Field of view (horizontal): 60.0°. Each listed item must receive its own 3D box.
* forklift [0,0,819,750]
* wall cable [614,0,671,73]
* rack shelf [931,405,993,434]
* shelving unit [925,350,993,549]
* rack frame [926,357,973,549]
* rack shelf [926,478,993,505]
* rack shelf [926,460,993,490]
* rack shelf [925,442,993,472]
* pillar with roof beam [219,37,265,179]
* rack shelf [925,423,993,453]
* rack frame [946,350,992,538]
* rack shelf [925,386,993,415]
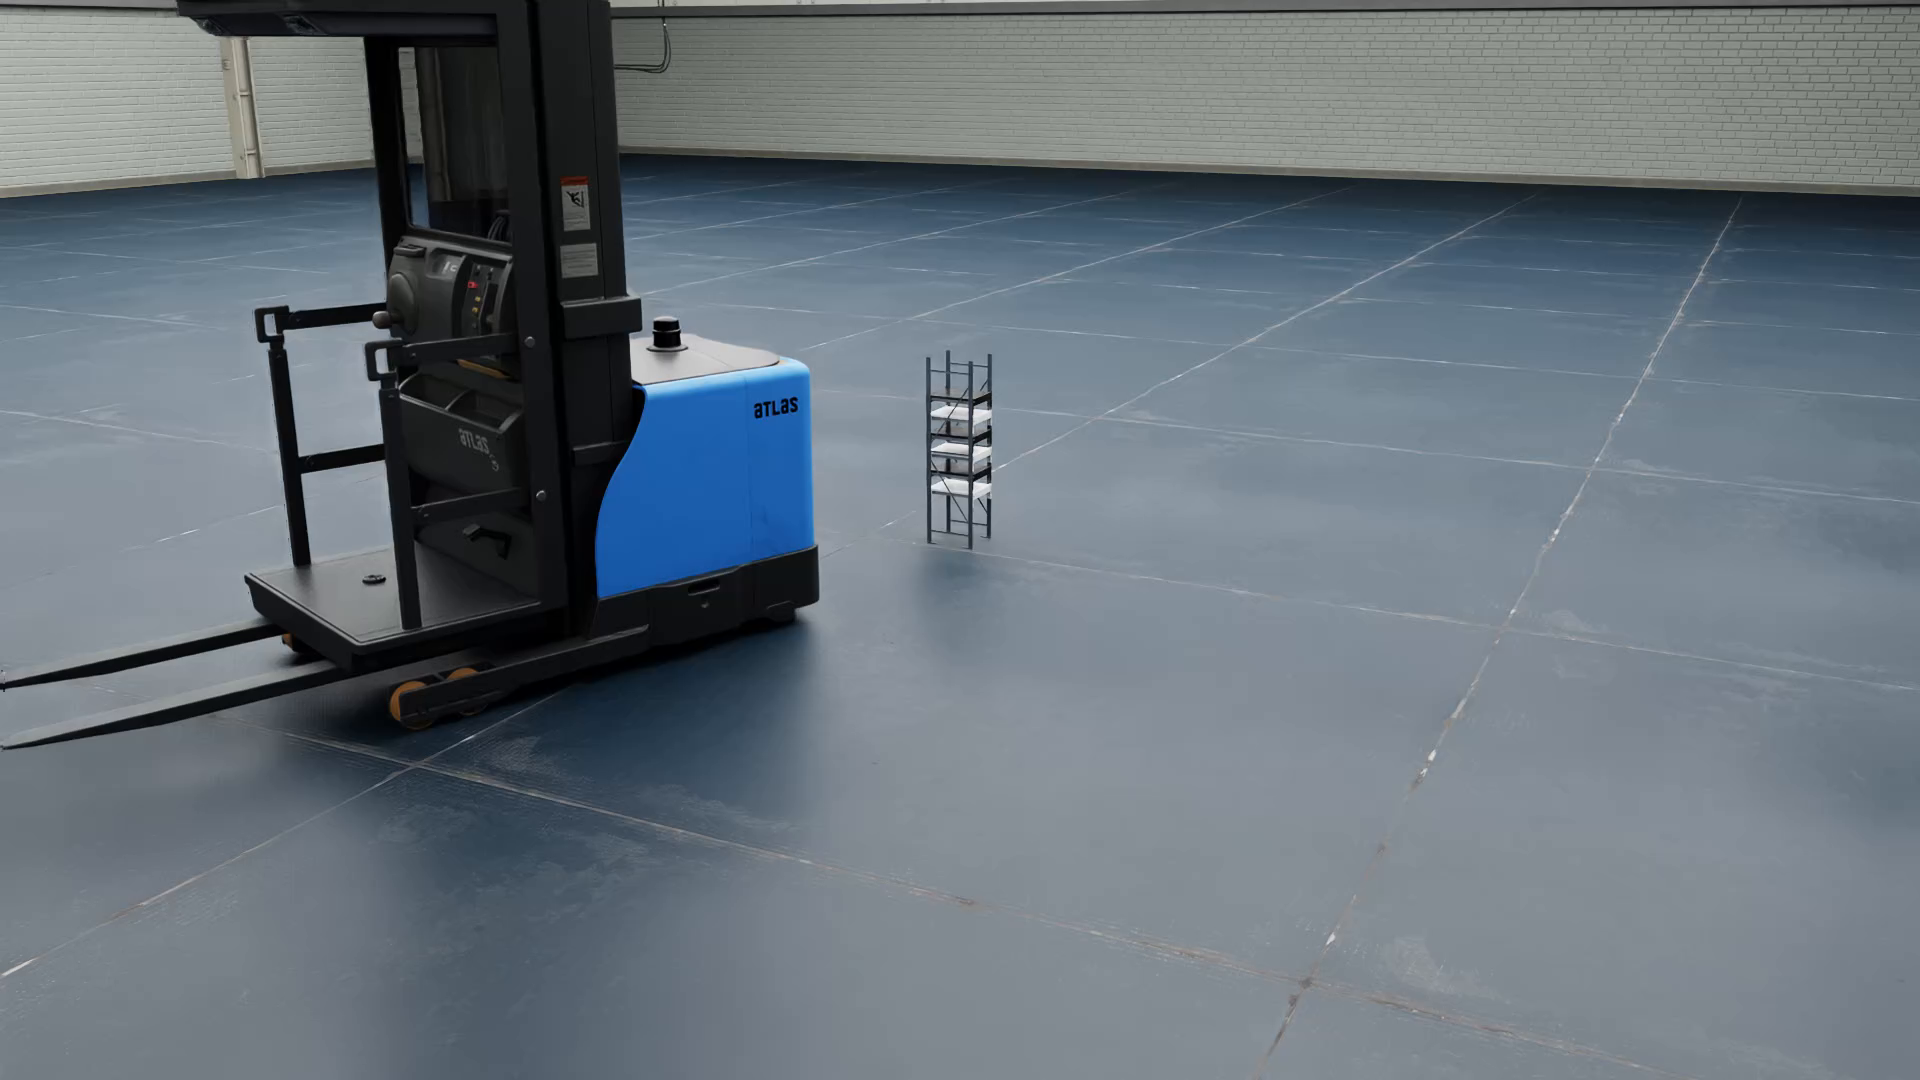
[{"bbox_3d":[-2.022,-0.911,5.944,3.031,2.935,1.130,-14,22,-40],"label":"forklift"},{"bbox_3d":[-7.650,-11.485,36.341,3.097,2.526,0.112,8,18,25],"label":"wall cable"},{"bbox_3d":[-0.004,-0.570,7.848,0.258,0.077,0.200,8,18,25],"label":"rack shelf"},{"bbox_3d":[-0.004,-0.429,7.889,0.258,0.900,0.210,8,18,25],"label":"shelving unit"},{"bbox_3d":[-0.049,-0.403,7.802,0.240,0.900,0.006,8,18,25],"label":"rack frame"},{"bbox_3d":[-0.004,-0.225,7.950,0.258,0.077,0.200,8,18,25],"label":"rack shelf"},{"bbox_3d":[-0.004,-0.311,7.924,0.258,0.077,0.200,8,18,25],"label":"rack shelf"},{"bbox_3d":[-0.004,-0.397,7.899,0.258,0.077,0.200,8,18,25],"label":"rack shelf"},{"bbox_3d":[-8.979,-10.315,26.950,9.100,9.000,0.400,8,18,25],"label":"pillar with roof beam"},{"bbox_3d":[-0.004,-0.484,7.873,0.258,0.077,0.200,8,18,25],"label":"rack shelf"},{"bbox_3d":[0.042,-0.455,7.976,0.240,0.900,0.006,8,18,25],"label":"rack frame"},{"bbox_3d":[-0.004,-0.656,7.822,0.258,0.077,0.200,8,18,25],"label":"rack shelf"}]
